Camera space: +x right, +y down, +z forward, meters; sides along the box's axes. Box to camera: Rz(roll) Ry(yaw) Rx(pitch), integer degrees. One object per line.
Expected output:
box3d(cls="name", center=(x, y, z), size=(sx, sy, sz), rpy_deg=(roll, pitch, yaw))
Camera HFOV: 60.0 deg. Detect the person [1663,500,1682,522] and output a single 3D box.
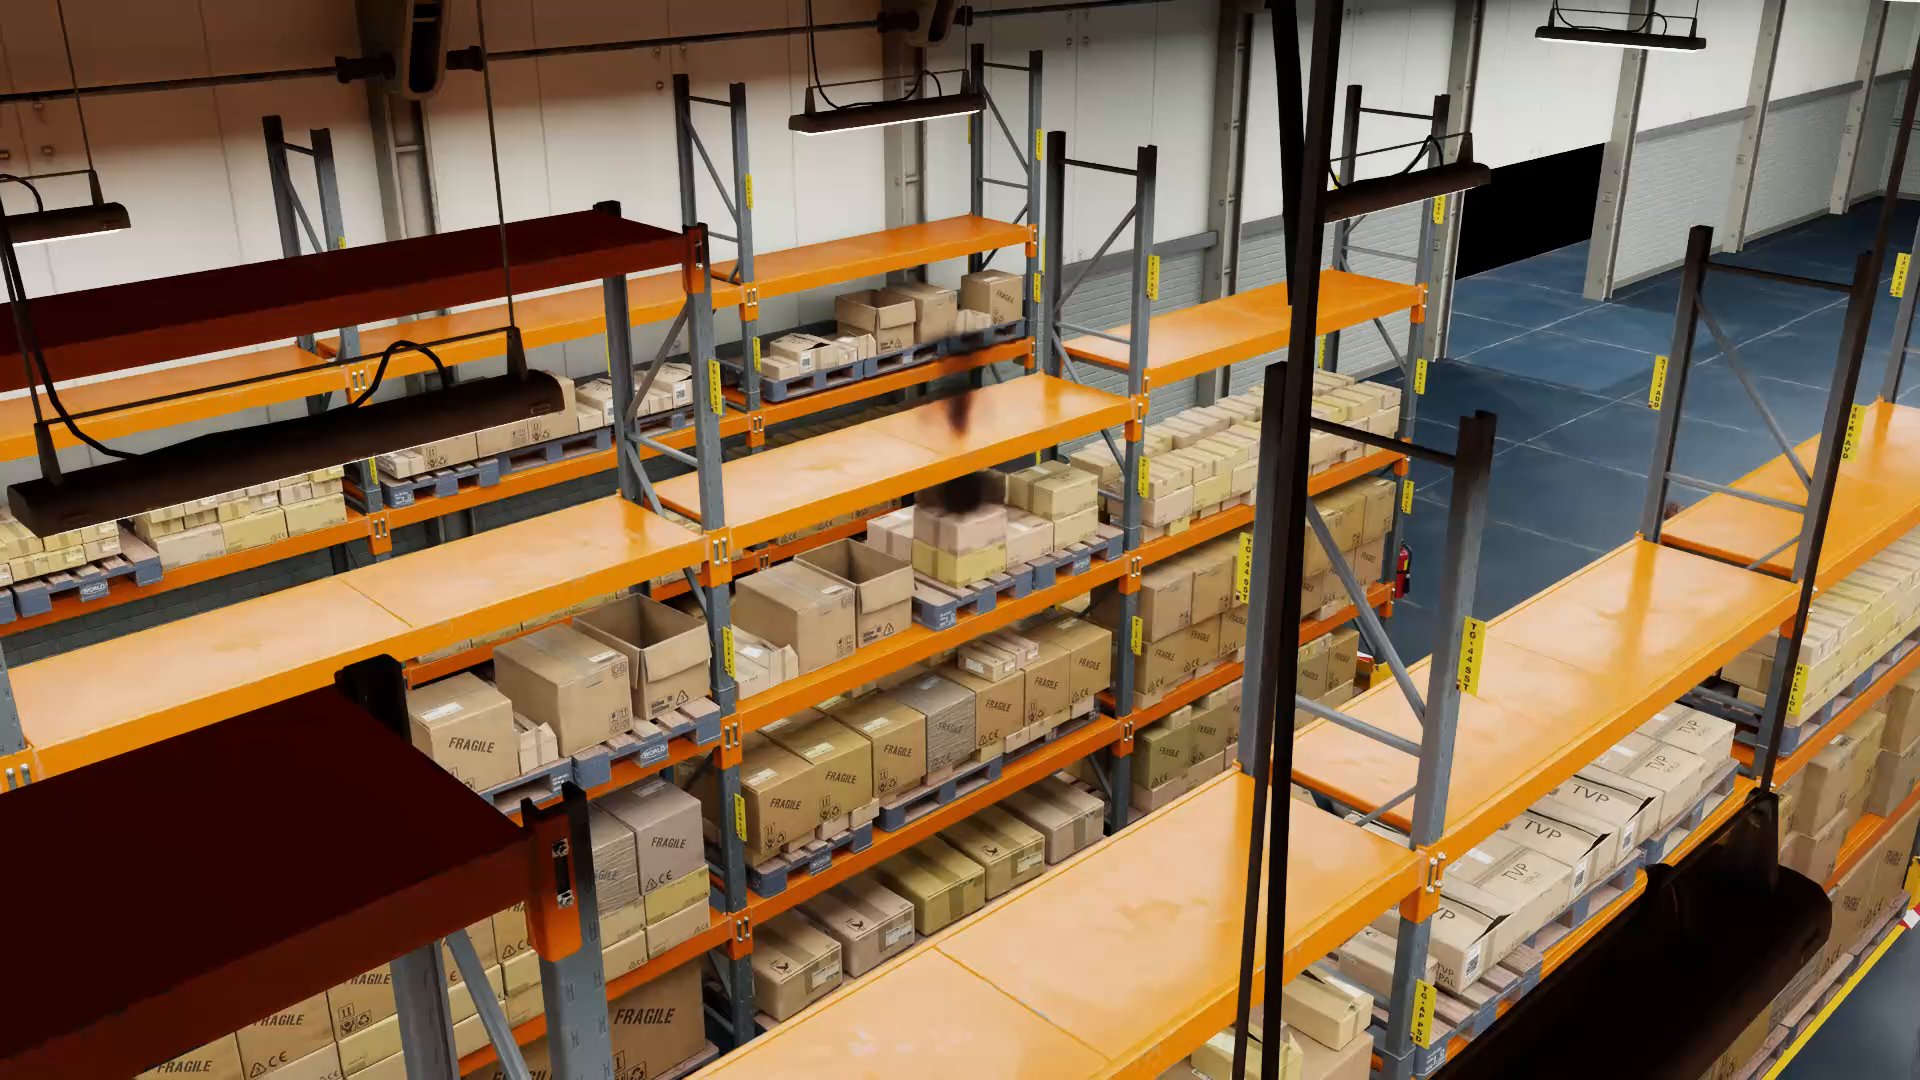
box3d(cls="person", center=(7.622, 0.399, 17.861), size=(0.529, 1.576, 0.864), rpy_deg=(2, 23, 4))
